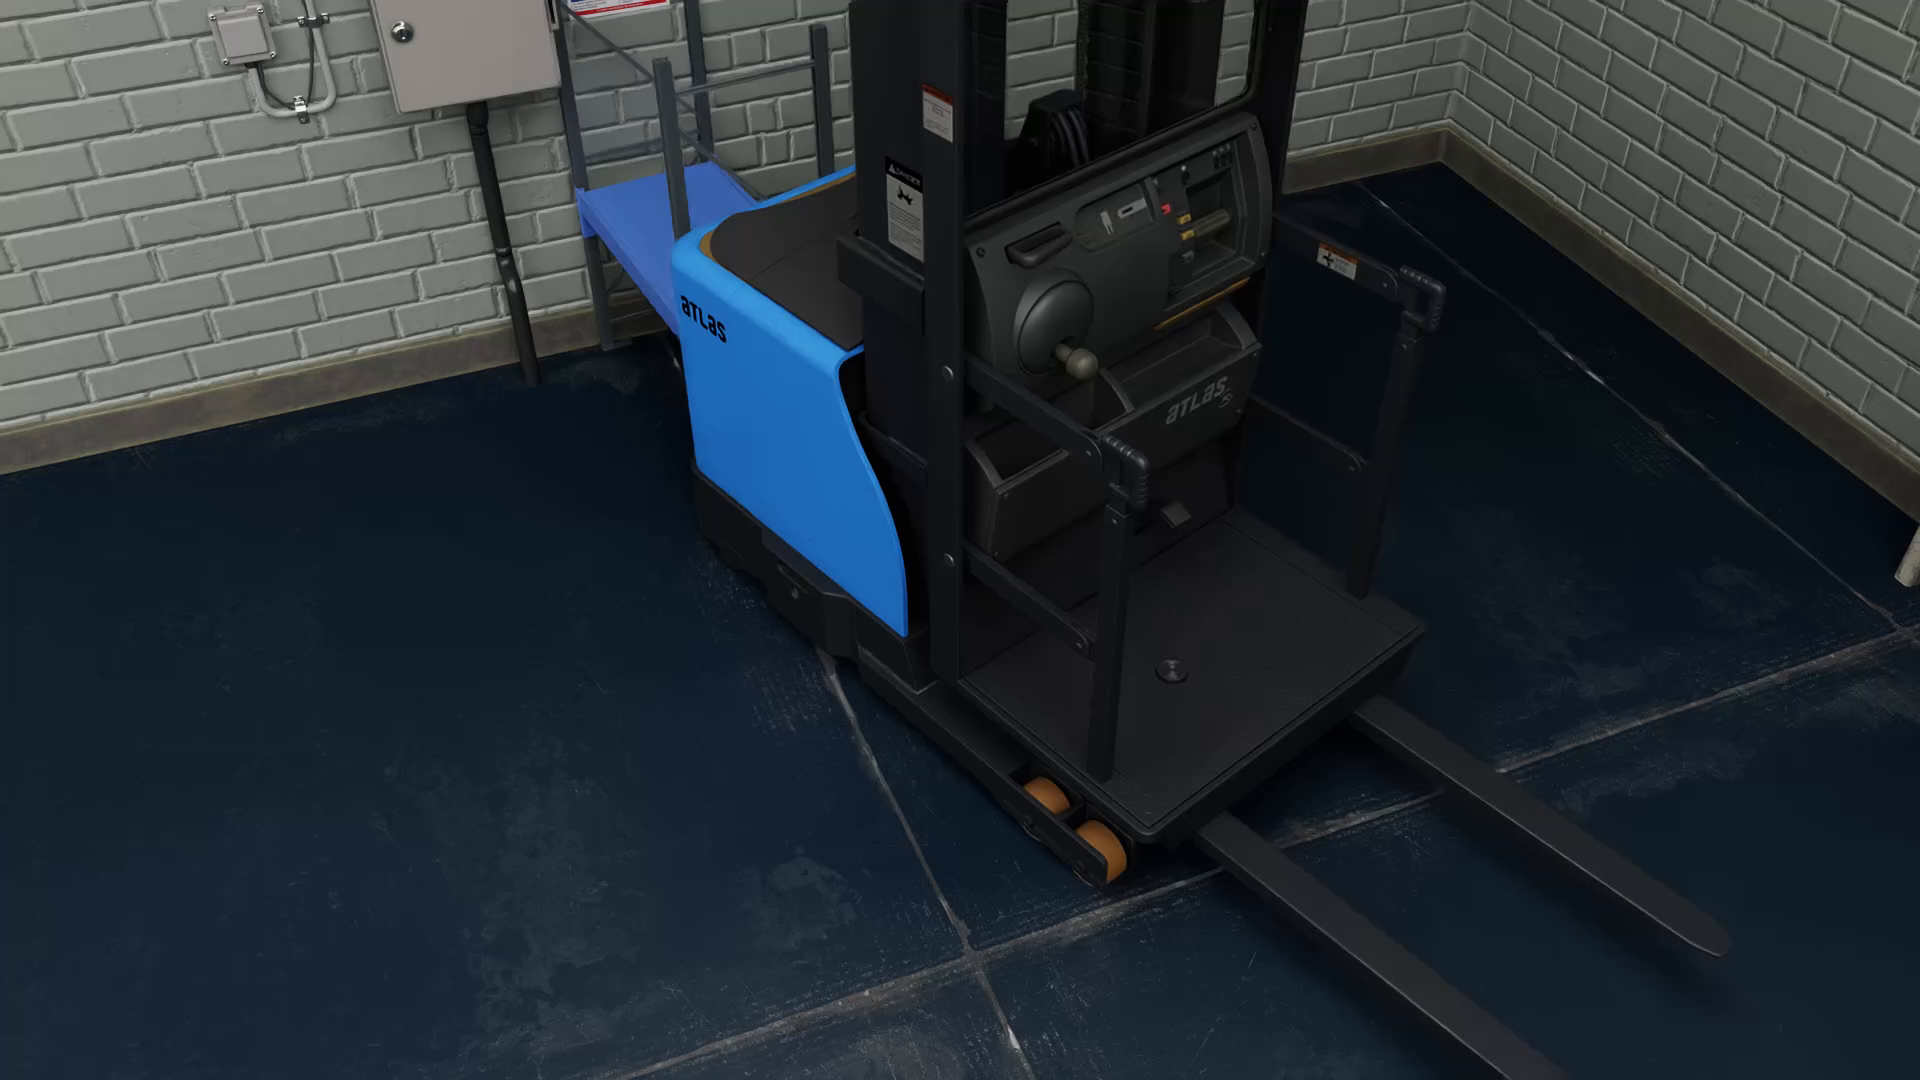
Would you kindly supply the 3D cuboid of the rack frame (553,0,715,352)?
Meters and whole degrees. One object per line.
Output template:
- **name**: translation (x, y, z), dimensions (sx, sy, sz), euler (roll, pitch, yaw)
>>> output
- **rack frame**: translation (-1.082, -1.343, 5.657), dimensions (0.500, 1.500, 0.032), euler (-20, 44, -22)

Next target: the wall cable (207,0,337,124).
- **wall cable**: translation (-2.168, -1.994, 4.488), dimensions (0.588, 1.984, 0.122), euler (-15, 43, -17)

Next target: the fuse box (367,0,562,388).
- **fuse box**: translation (-1.477, -1.195, 5.327), dimensions (0.539, 1.711, 0.414), euler (-15, 43, -17)

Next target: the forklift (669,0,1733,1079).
- **forklift**: translation (0.532, -0.610, 3.712), dimensions (1.130, 2.935, 3.031), euler (-30, 49, -30)

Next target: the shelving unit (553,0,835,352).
- **shelving unit**: translation (-0.836, -1.056, 5.316), dimensions (0.538, 1.500, 1.048), euler (-20, 44, -22)

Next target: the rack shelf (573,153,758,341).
- **rack shelf**: translation (-0.836, -0.919, 5.432), dimensions (0.538, 0.185, 1.000), euler (-20, 44, -22)

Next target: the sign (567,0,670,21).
- **sign**: translation (-1.100, -1.896, 5.227), dimensions (0.329, 0.494, 0.001), euler (-15, 43, -17)

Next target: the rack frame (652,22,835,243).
- **rack frame**: translation (-0.591, -0.770, 4.975), dimensions (0.500, 1.500, 0.032), euler (-20, 44, -22)
